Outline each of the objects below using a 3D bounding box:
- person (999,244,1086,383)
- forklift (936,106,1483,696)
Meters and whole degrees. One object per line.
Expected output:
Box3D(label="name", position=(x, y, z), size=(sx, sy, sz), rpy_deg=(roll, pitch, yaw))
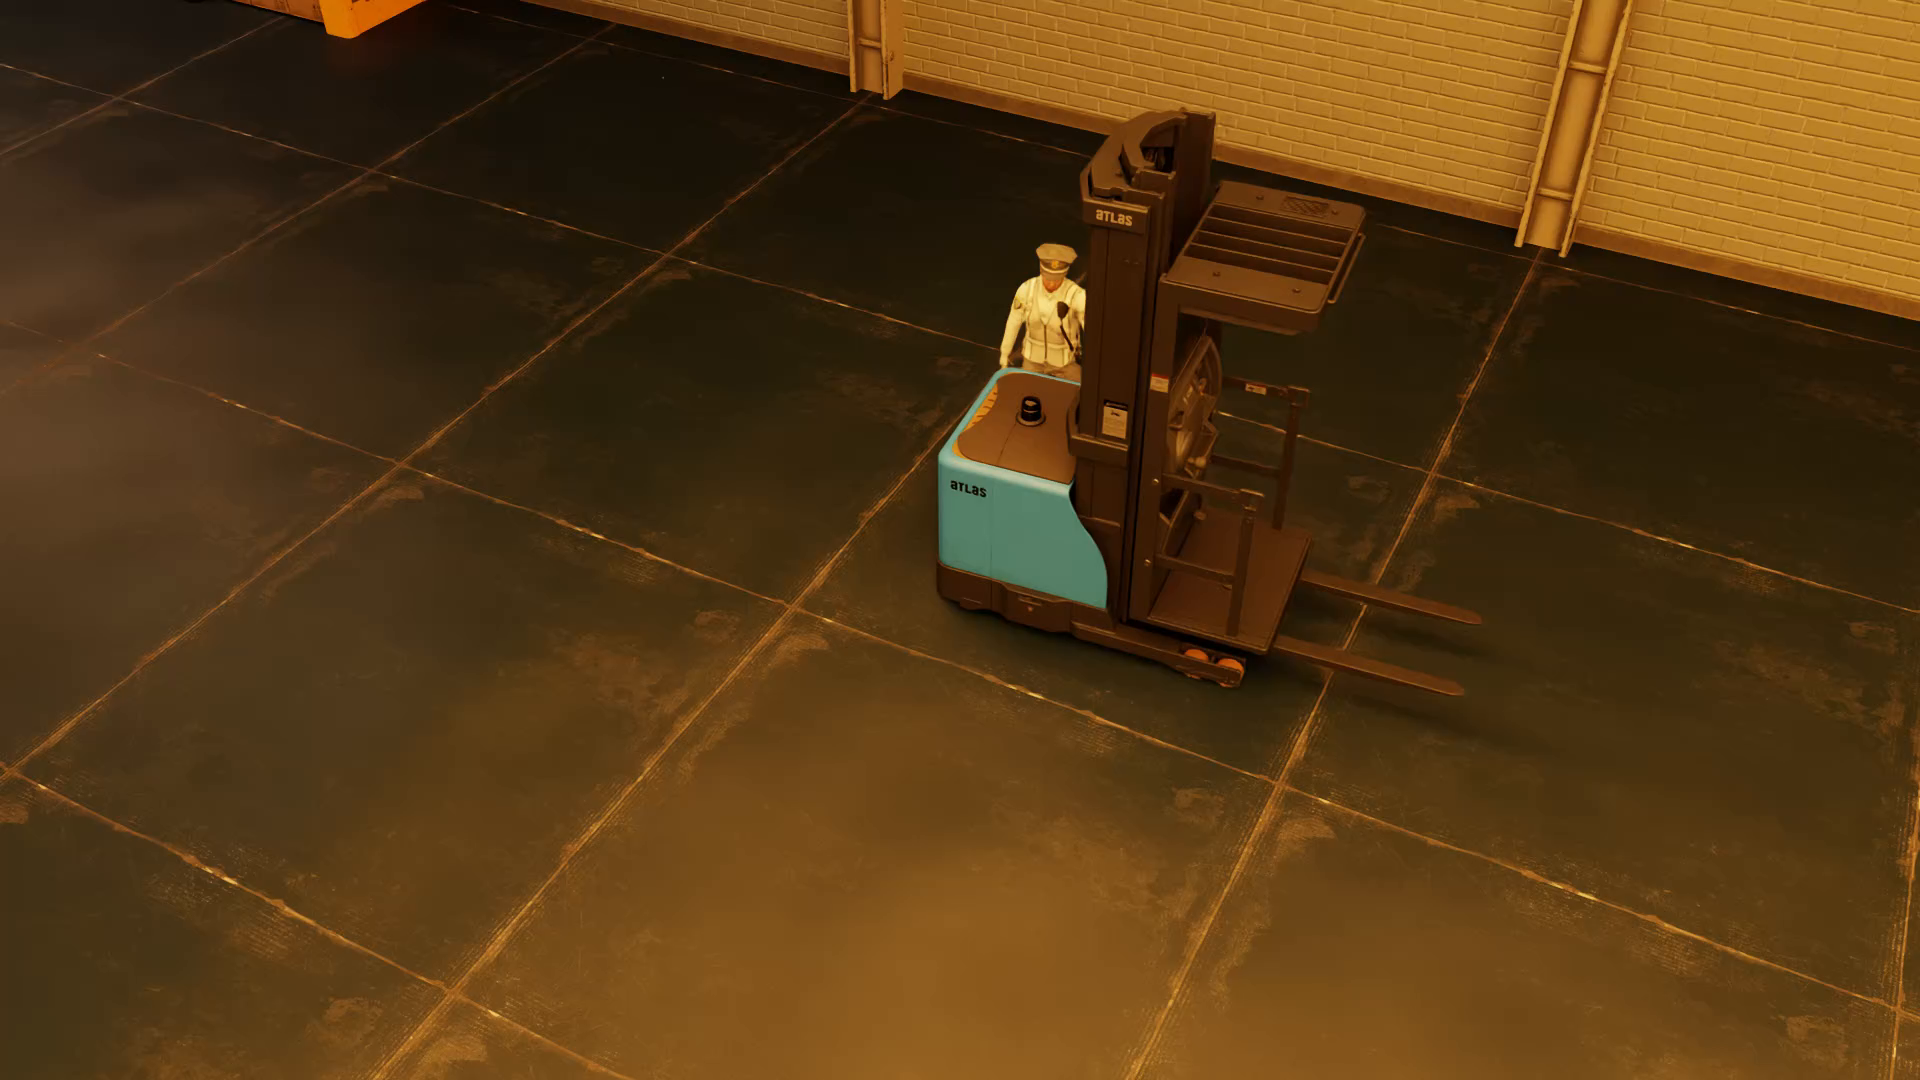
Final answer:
Box3D(label="person", position=(0.581, -1.097, 10.296), size=(0.701, 1.639, 0.343), rpy_deg=(13, 42, 15))
Box3D(label="forklift", position=(1.429, -0.688, 8.803), size=(3.031, 2.935, 1.130), rpy_deg=(15, 42, 17))
